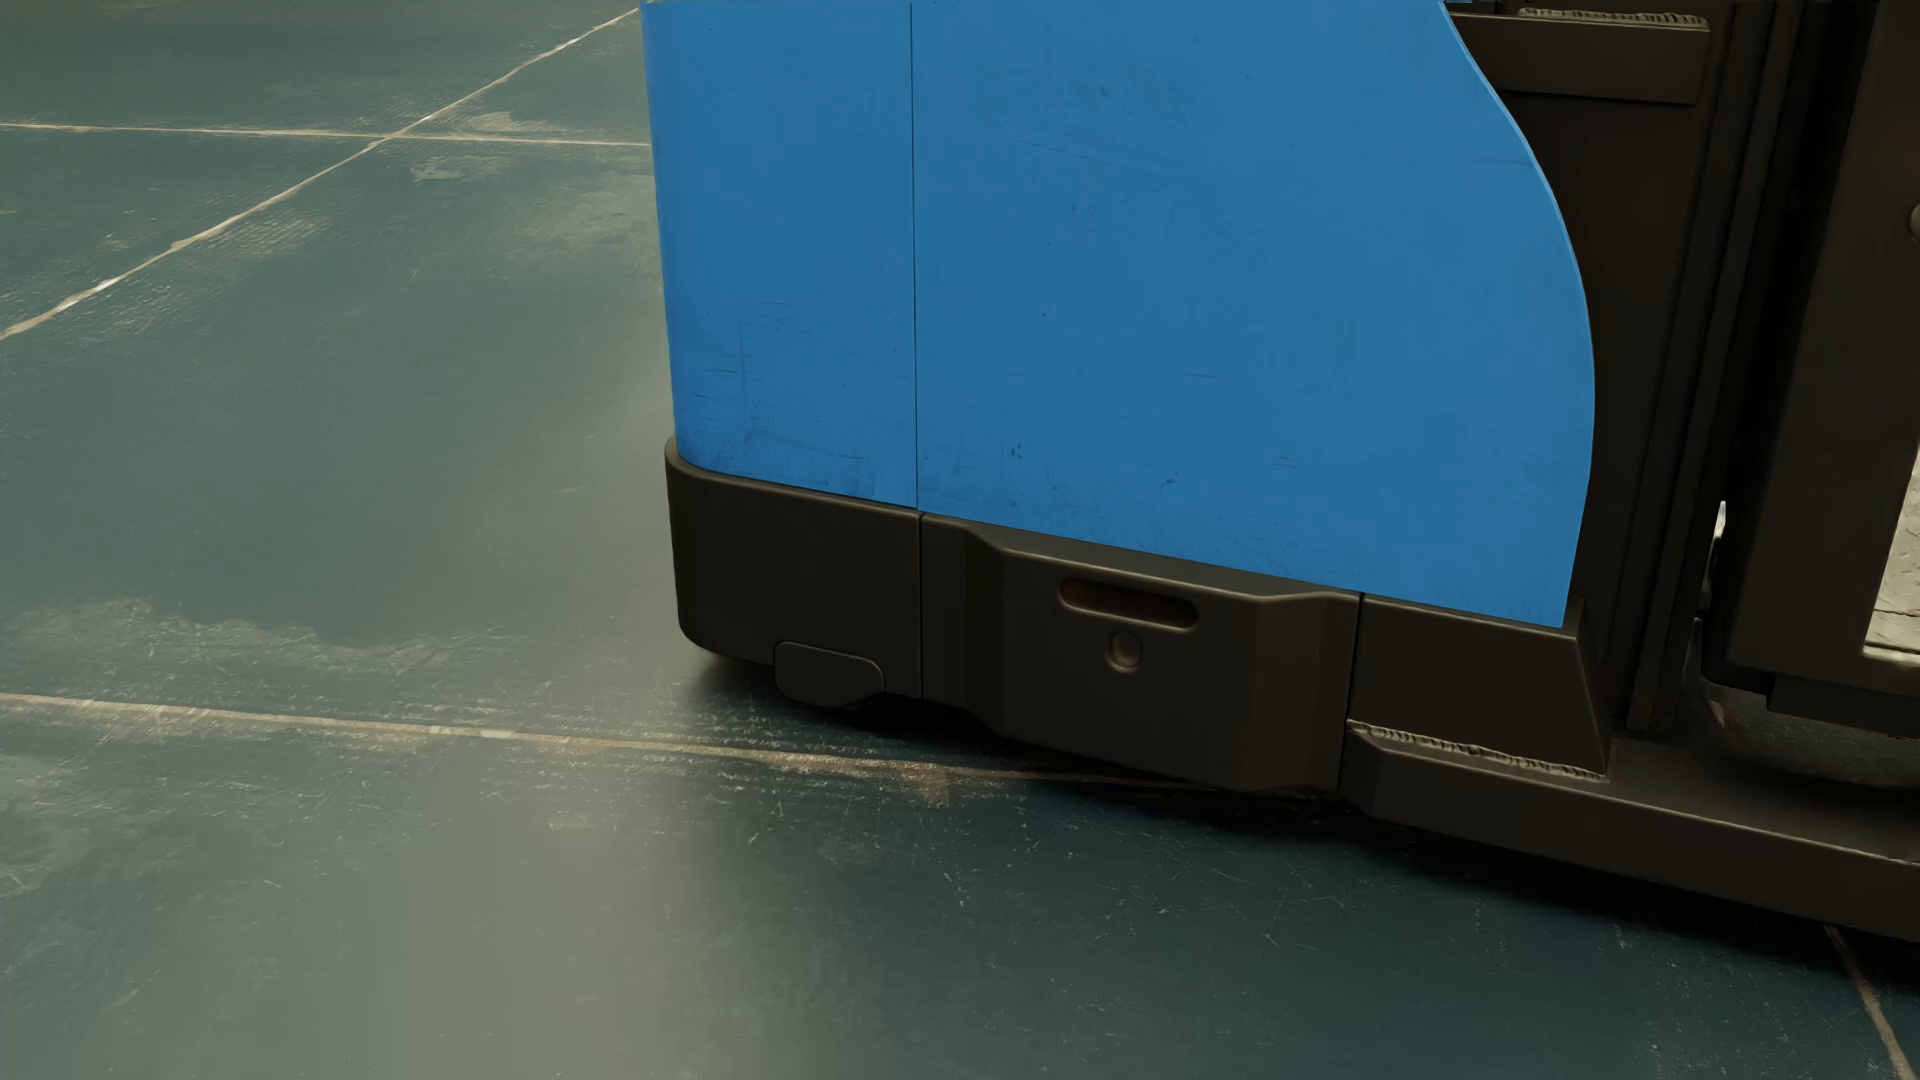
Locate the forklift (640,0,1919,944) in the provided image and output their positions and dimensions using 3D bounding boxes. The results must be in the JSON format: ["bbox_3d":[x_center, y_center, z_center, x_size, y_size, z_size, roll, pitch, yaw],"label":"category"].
[{"bbox_3d":[1.205,-1.076,1.374,3.031,2.935,1.130,11,28,20],"label":"forklift"}]
